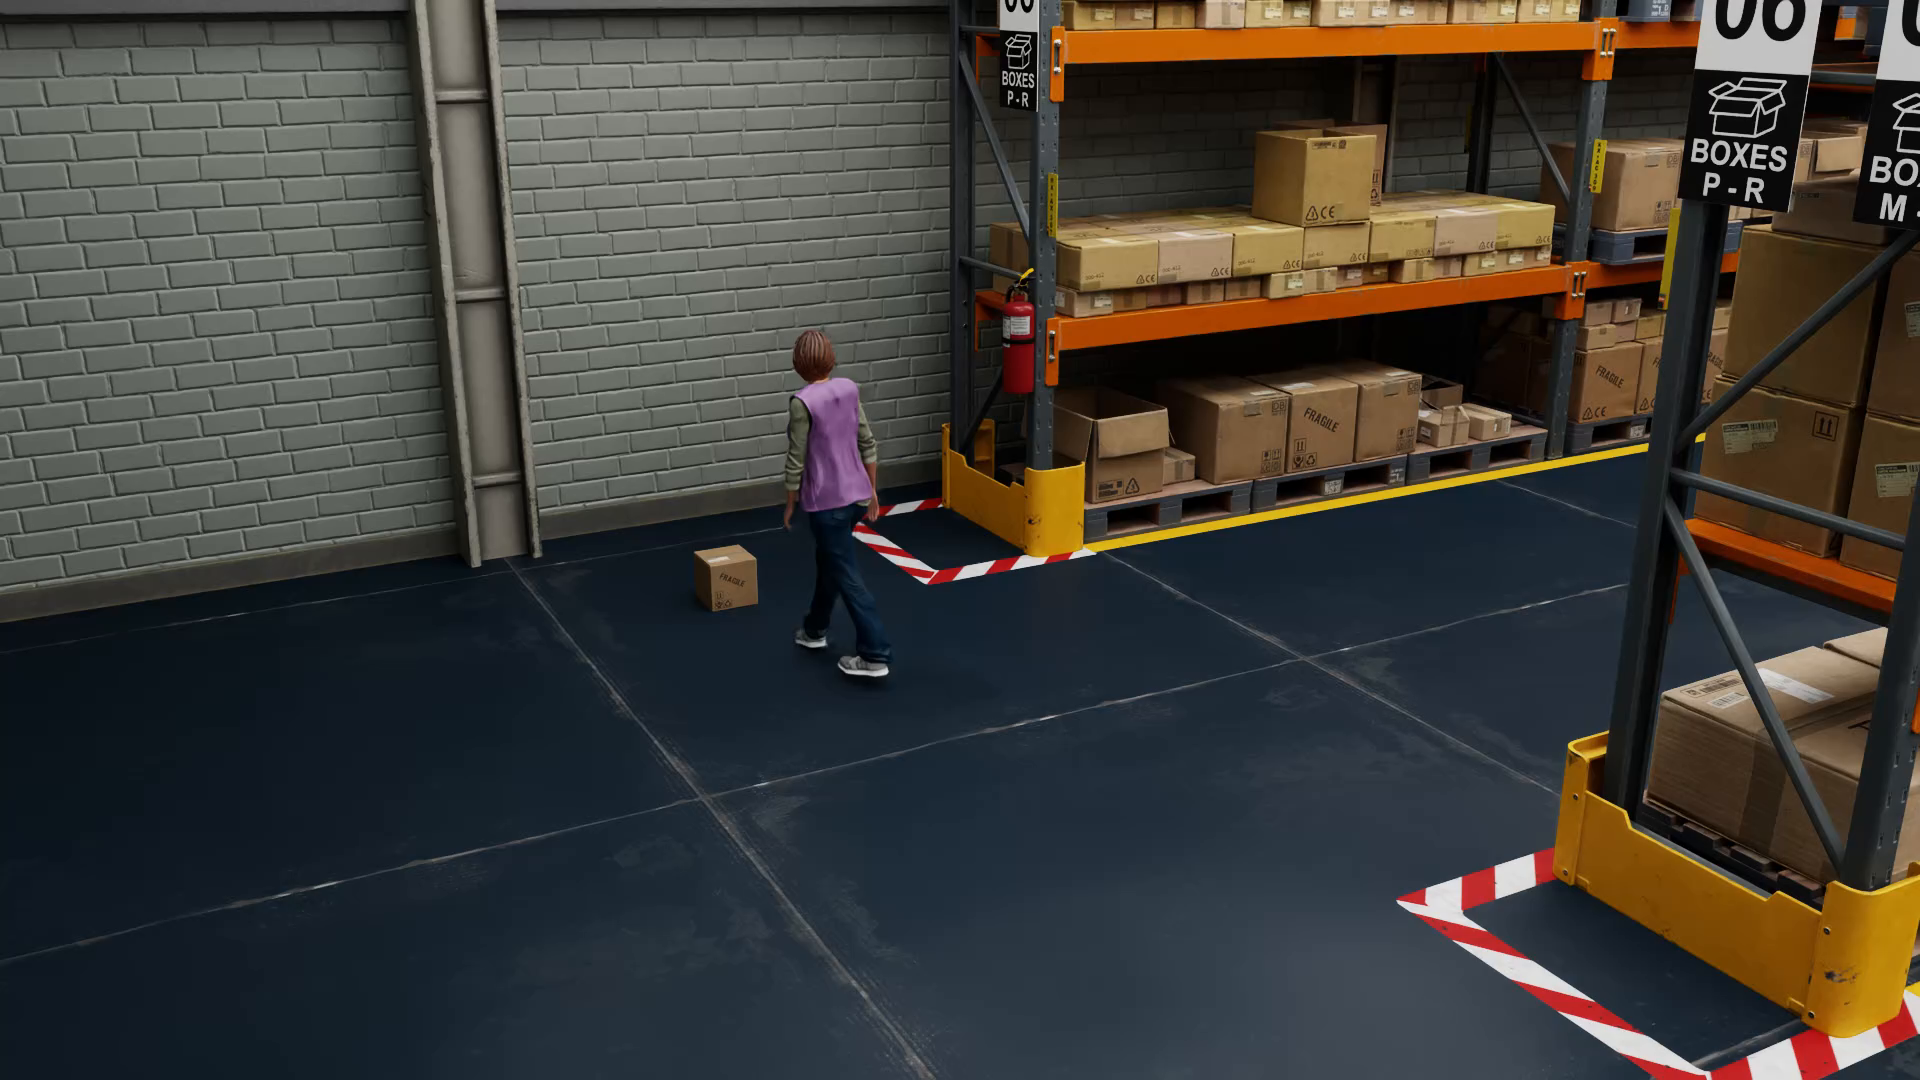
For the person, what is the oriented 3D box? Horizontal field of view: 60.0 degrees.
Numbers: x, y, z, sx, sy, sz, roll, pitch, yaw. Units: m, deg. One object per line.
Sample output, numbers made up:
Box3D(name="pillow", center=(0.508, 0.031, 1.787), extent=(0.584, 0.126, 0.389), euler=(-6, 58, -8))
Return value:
Box3D(name="person", center=(-0.671, -0.192, 7.623), extent=(0.897, 1.541, 0.421), euler=(13, 23, 34))
